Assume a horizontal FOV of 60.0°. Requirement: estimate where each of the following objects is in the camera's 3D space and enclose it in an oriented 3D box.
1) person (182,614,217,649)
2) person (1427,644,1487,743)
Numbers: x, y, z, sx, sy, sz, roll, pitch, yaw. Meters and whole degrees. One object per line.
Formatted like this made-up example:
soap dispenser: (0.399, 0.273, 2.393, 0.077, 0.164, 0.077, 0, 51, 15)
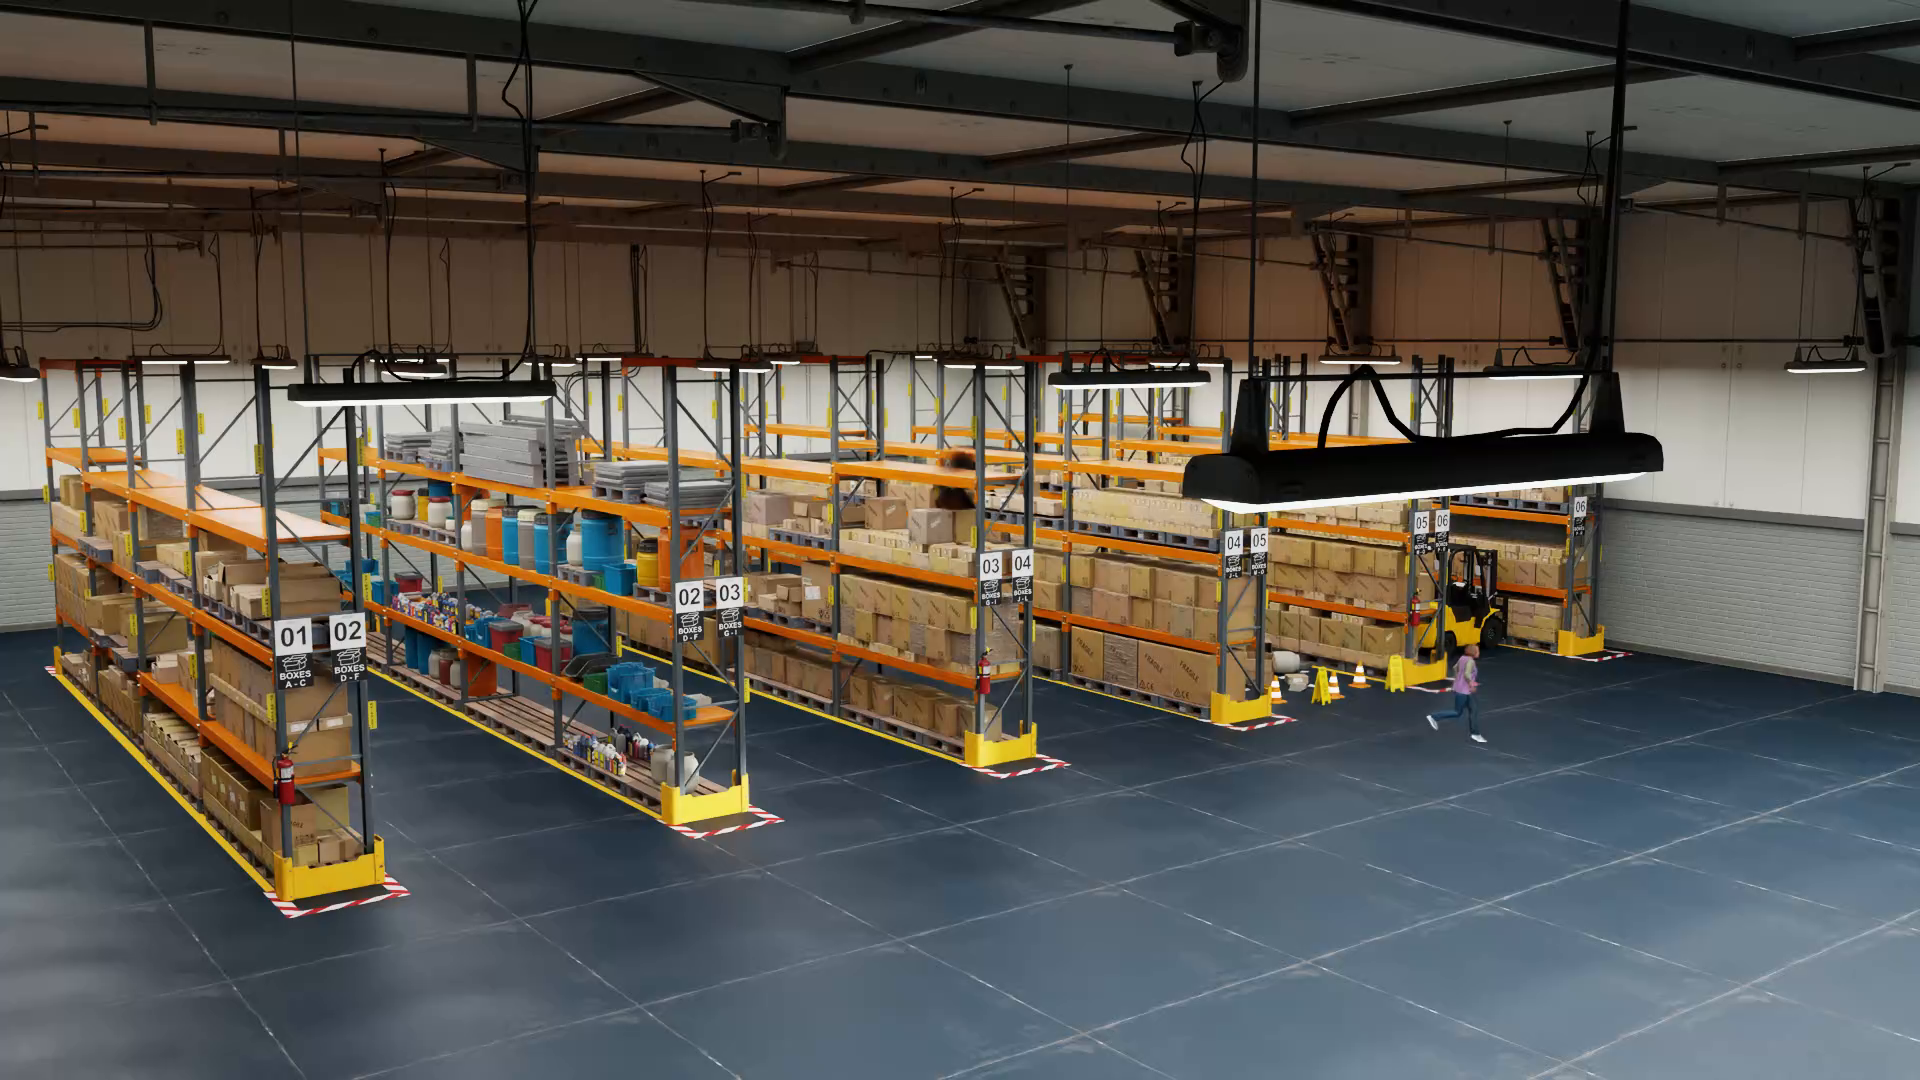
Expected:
person: (-14.940, 1.587, 32.584, 0.581, 1.707, 0.668, 3, 8, 26)
person: (7.872, 2.421, 26.274, 0.940, 1.586, 0.540, 1, 7, 7)
